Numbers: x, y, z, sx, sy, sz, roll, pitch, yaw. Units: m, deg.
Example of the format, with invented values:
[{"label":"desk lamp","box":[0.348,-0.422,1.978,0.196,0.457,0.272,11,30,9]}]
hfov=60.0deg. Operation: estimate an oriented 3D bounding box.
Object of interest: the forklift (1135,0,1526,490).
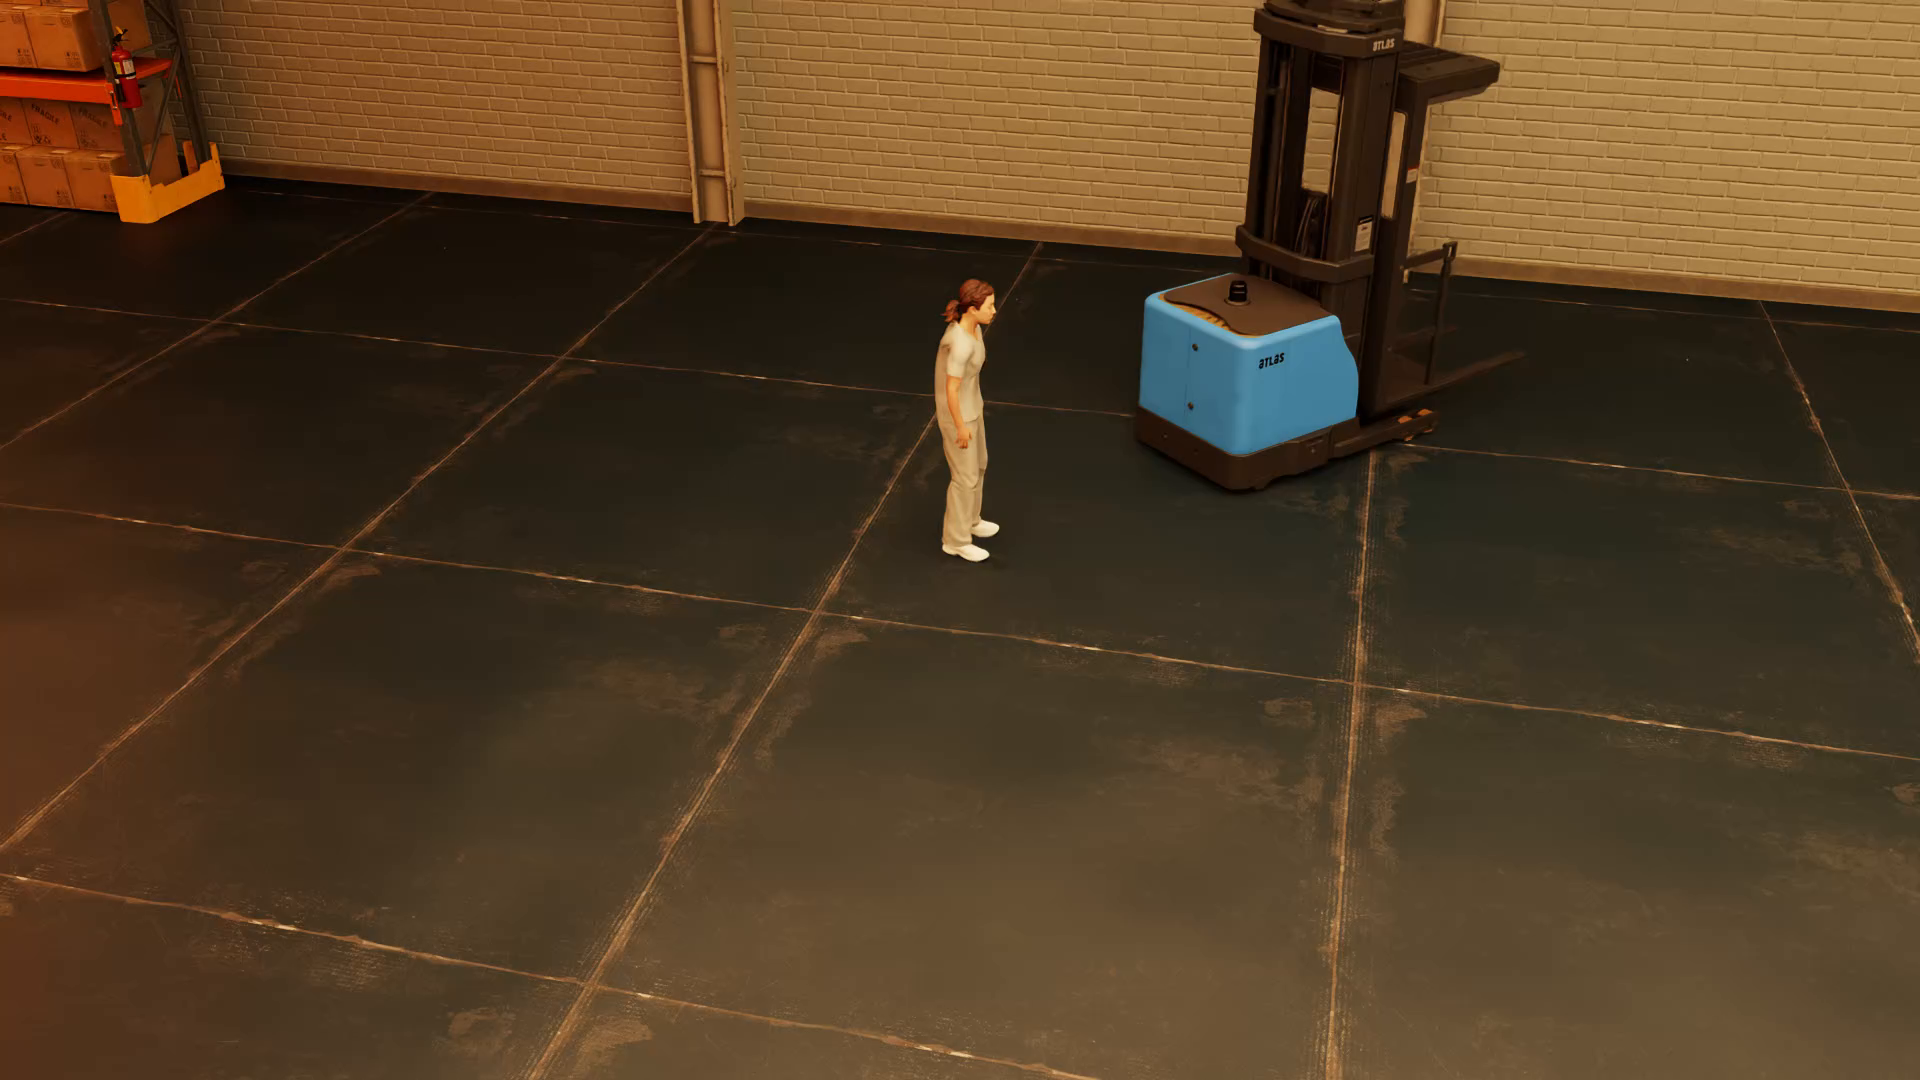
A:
[{"label":"forklift","box":[2.683,-2.147,10.959,3.031,2.935,1.130,-19,35,-30]}]

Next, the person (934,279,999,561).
[{"label":"person","box":[0.039,-0.725,9.728,0.361,1.672,0.495,6,30,10]}]
